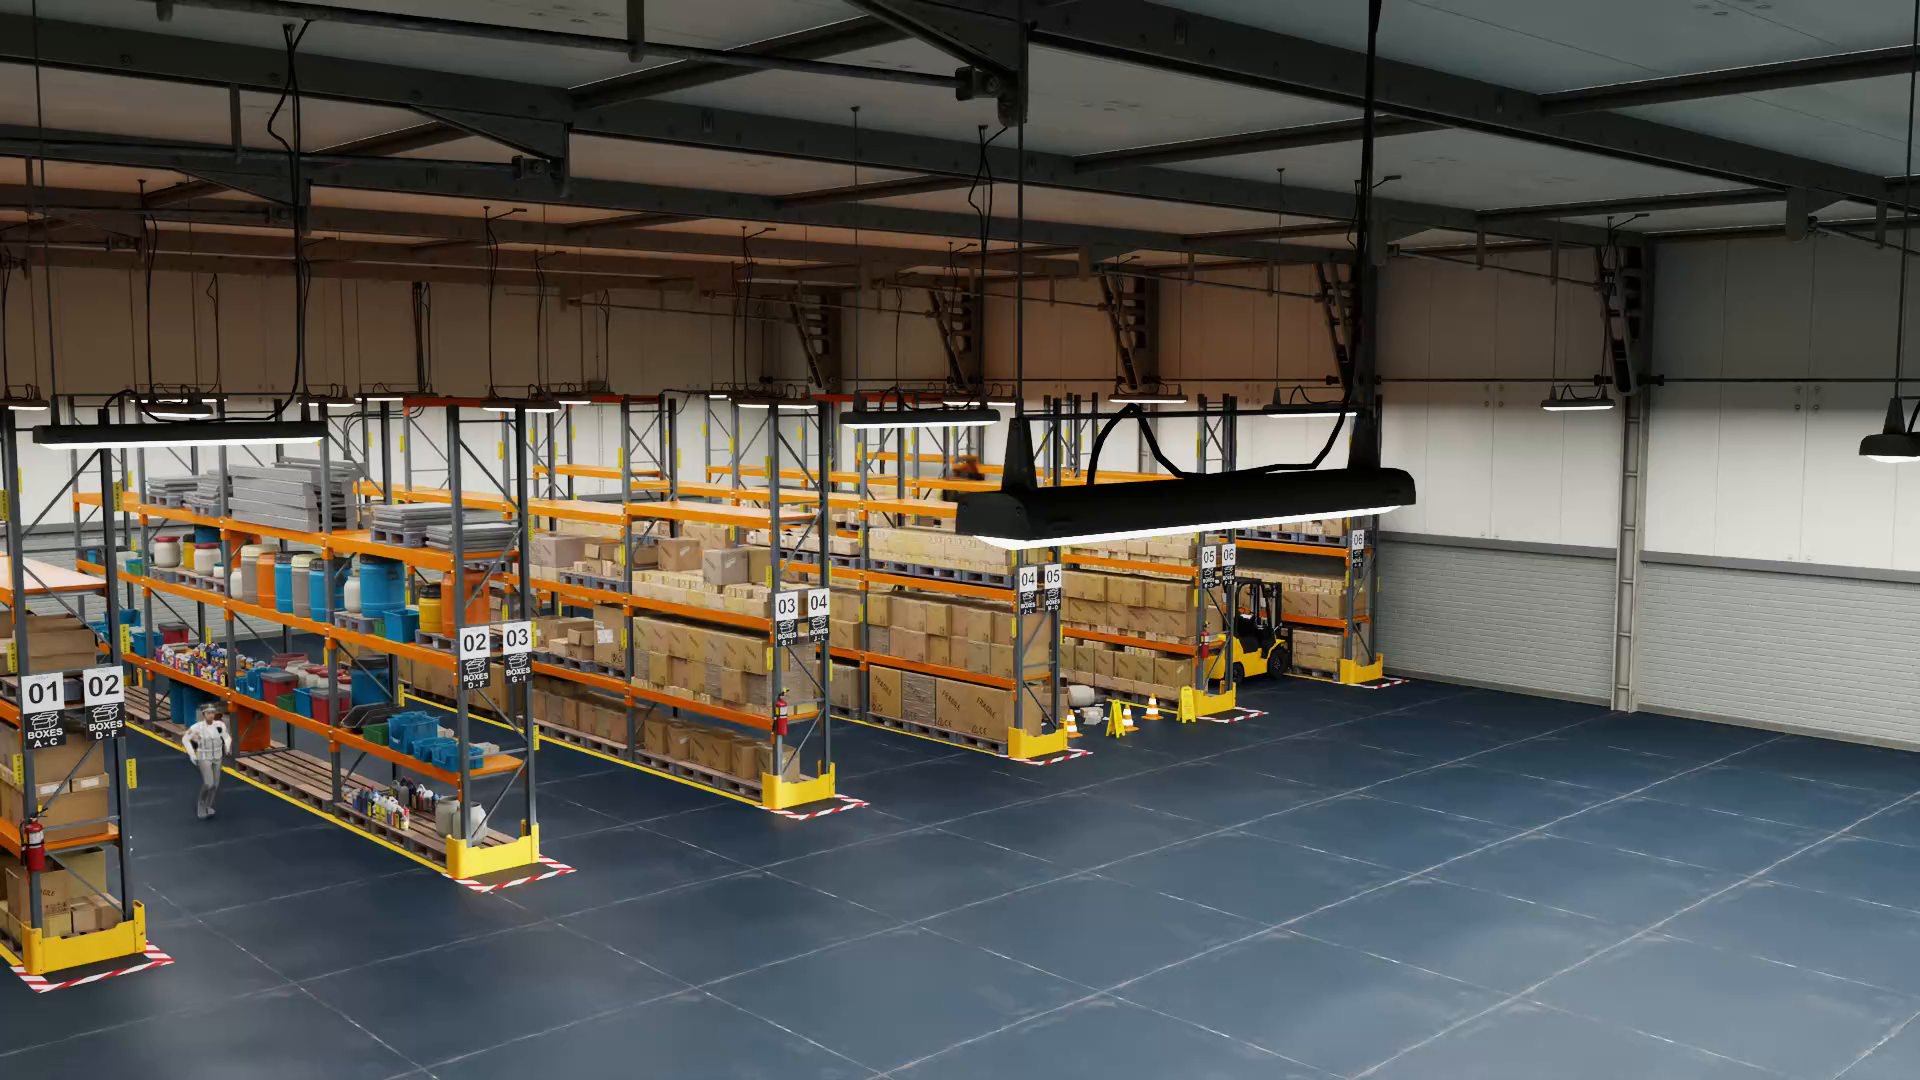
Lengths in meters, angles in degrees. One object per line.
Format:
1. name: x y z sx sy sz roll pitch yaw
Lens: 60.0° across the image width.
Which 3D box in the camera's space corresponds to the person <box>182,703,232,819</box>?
1. person: -10.807 3.175 23.999 0.636 1.678 0.617 5 8 43
